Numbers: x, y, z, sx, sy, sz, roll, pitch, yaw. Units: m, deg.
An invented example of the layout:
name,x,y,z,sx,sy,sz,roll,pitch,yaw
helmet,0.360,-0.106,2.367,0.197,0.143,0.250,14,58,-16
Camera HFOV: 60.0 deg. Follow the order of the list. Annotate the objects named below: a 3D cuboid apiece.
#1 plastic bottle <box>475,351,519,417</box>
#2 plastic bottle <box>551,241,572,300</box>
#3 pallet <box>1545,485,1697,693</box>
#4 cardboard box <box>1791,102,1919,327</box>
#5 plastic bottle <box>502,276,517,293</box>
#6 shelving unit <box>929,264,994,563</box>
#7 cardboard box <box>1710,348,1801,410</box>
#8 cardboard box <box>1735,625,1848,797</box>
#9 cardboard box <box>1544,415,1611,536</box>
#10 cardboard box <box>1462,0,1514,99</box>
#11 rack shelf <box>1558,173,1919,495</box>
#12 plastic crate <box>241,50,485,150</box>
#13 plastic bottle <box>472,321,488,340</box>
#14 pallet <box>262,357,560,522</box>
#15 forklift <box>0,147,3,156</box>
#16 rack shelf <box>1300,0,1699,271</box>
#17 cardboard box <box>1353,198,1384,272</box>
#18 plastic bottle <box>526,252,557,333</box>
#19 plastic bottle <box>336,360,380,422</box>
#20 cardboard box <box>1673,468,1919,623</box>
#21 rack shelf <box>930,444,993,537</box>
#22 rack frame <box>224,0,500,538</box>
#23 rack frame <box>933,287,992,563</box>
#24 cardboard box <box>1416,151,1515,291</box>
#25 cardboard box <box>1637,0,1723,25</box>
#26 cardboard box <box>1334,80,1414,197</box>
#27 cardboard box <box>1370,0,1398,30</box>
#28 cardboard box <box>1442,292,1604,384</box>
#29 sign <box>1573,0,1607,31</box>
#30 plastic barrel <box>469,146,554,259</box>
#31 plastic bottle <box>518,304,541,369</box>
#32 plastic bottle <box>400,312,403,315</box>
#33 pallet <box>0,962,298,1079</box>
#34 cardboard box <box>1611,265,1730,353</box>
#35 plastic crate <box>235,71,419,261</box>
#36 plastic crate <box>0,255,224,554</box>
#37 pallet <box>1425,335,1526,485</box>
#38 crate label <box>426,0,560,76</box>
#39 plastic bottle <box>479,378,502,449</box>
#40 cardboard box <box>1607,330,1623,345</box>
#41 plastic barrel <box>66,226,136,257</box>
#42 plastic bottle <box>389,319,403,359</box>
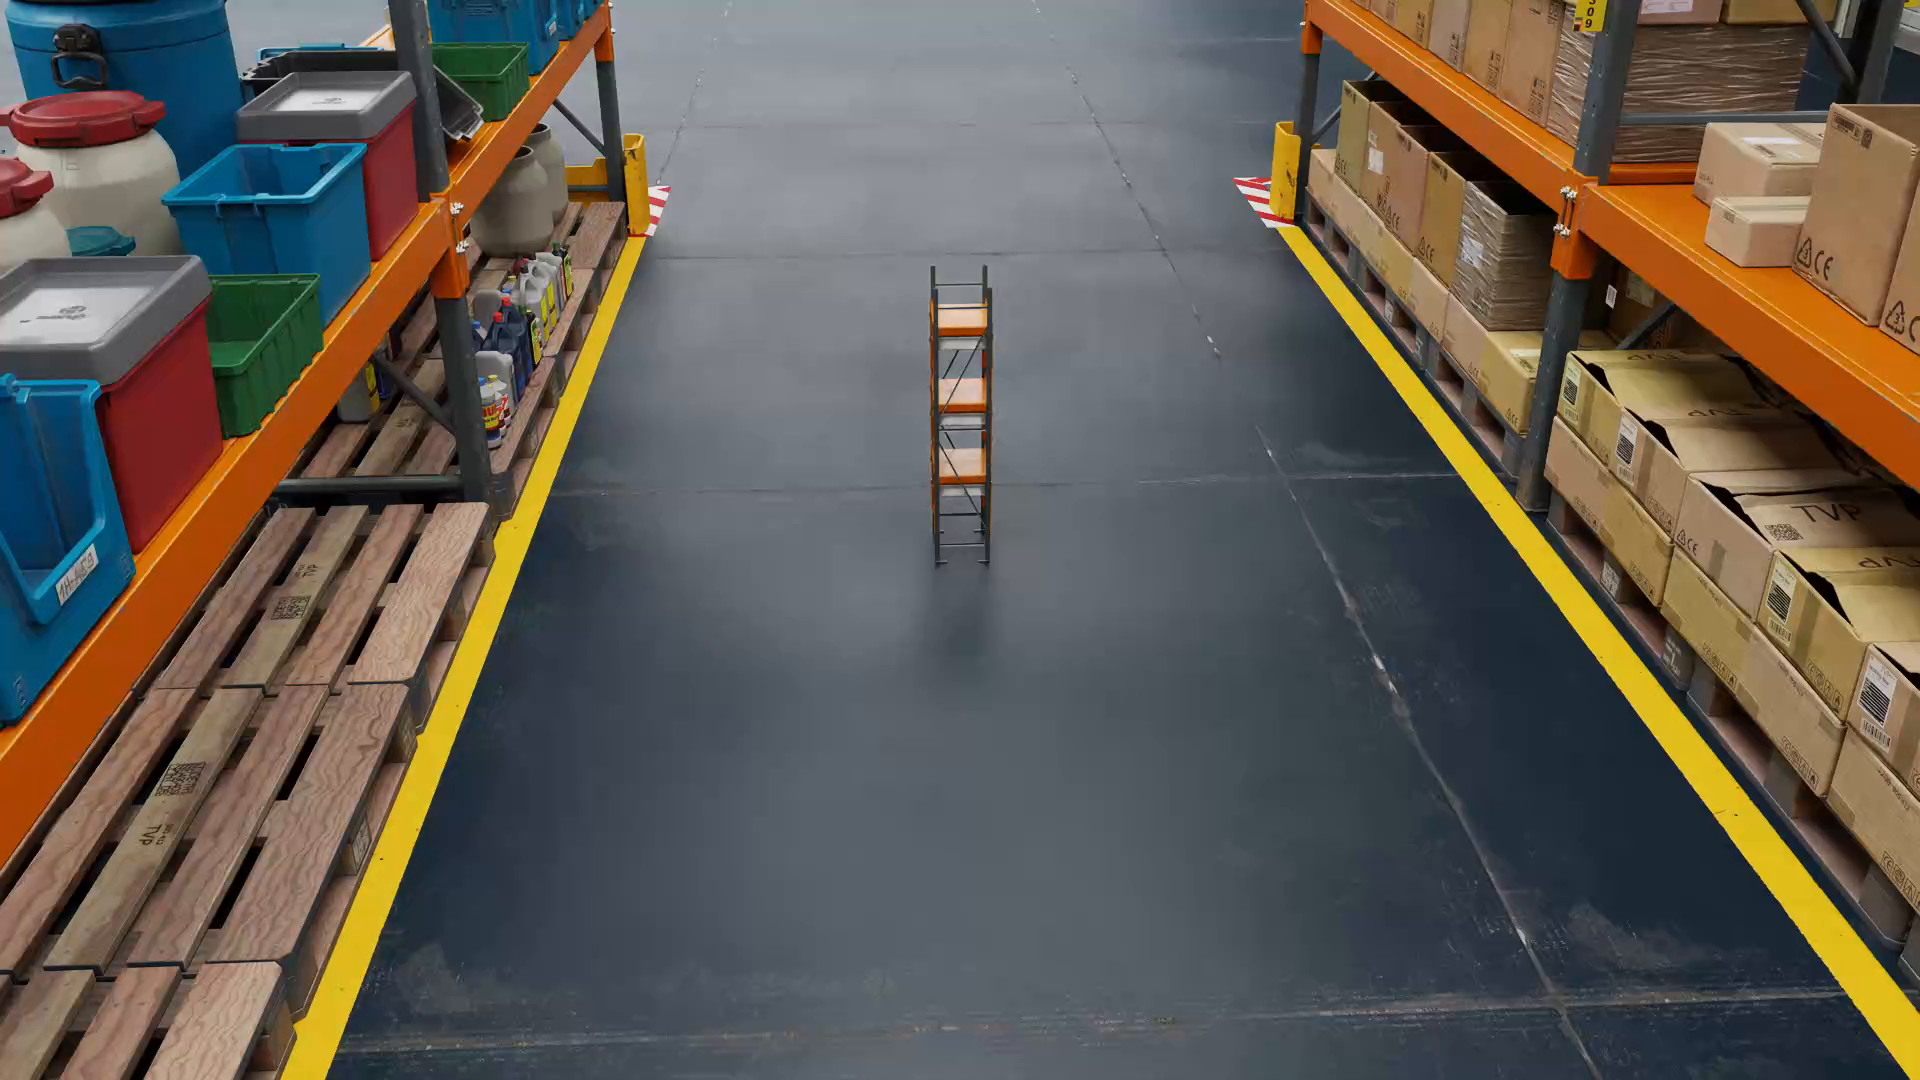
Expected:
name,x,y,z,sx,sy,sz,roll,pitch,yaw
plastic bottle,-1.883,-0.646,6.715,0.152,0.276,0.135,0,28,-1
plastic bottle,-1.911,-1.299,7.959,0.061,0.283,0.133,-1,28,-1
pallet,2.764,0.105,5.820,1.003,0.211,1.213,-1,28,-3
cardboard box,2.738,-0.916,4.655,0.500,0.500,0.500,1,28,1
plastic bottle,-2.065,-1.124,7.711,0.097,0.201,0.097,0,28,0
shelving unit,0.003,-0.441,5.960,0.215,1.050,0.252,-1,28,-3
cardboard box,2.994,-0.506,5.889,0.500,0.311,0.500,-1,28,-3
cardboard box,2.541,0.465,4.634,0.500,0.250,0.500,-1,28,-2
cardboard box,2.461,-0.245,5.996,0.500,0.250,0.500,-2,28,-4
cardboard box,2.601,-2.195,7.106,0.700,0.500,0.500,-1,28,-2
rack shelf,2.791,-0.228,4.221,1.077,0.370,4.000,-1,28,-3
plastic crate,-2.160,-1.570,6.083,0.767,0.338,0.504,-1,28,-3
plastic bottle,-2.016,-0.785,6.985,0.097,0.271,0.097,0,28,0
pallet,-2.253,-0.427,6.841,1.003,0.211,1.213,-1,28,-3
forklift,-4.846,-1.508,5.971,1.130,2.935,3.031,1,28,2
rack shelf,2.583,-2.075,7.763,1.077,0.370,4.000,-1,28,-3
cardboard box,2.339,-1.570,8.536,0.500,0.250,0.500,-1,28,-3
plastic bottle,-1.929,-1.125,7.553,0.144,0.351,0.185,0,28,-1
plastic bottle,-2.437,-0.667,6.674,0.144,0.351,0.185,-1,28,-3
cardboard box,2.509,-0.019,4.955,0.500,0.311,0.500,-2,28,-4
rack shelf,0.003,-0.185,6.093,0.215,0.259,0.240,-1,28,-3
rack frame,-2.260,-1.352,5.600,1.000,3.000,0.127,-1,28,-3
rack frame,0.009,-0.384,5.852,0.200,1.050,0.008,-1,28,-3
cardboard box,2.400,-1.441,7.477,0.500,0.500,0.500,-1,28,-3
cardboard box,2.459,-1.923,5.883,0.380,0.149,0.250,-1,28,-3
cardboard box,2.312,-2.133,8.805,0.500,0.500,0.500,-1,28,-3
cardboard box,2.522,-2.904,8.465,0.700,0.500,0.500,-1,28,-1
cardboard box,2.428,-0.877,7.208,0.500,0.250,0.500,-1,28,-3
sign,2.133,-1.875,5.580,0.100,0.325,0.005,-1,28,-3
plastic barrel,-2.332,-1.749,8.596,0.421,0.512,0.421,0,28,0
plastic bottle,-1.864,-0.890,7.175,0.061,0.283,0.133,0,28,0
plastic bottle,-2.667,-1.182,7.747,0.097,0.271,0.097,0,28,0
pallet,-2.053,1.372,3.390,1.003,0.211,1.213,-1,28,-3
cardboard box,2.975,-0.992,6.616,0.500,0.500,0.500,-1,28,-3
plastic crate,-1.929,-1.165,5.170,0.402,0.464,0.583,-1,28,-3
plastic crate,-1.830,-0.287,3.488,0.402,0.464,0.583,-1,28,-3
pallet,2.687,-0.602,7.176,1.003,0.211,1.213,-1,28,-3
crate label,-2.102,-2.372,7.516,0.502,0.435,0.616,-1,28,-3
plastic bottle,-1.839,-0.496,6.431,0.097,0.271,0.097,0,28,0
cardboard box,2.966,-0.659,6.789,0.500,0.250,0.500,-1,28,-3
plastic barrel,-2.344,-0.676,4.452,0.301,0.262,0.301,0,28,0
plastic bottle,-2.506,-0.949,7.288,0.061,0.283,0.133,-1,28,-3
